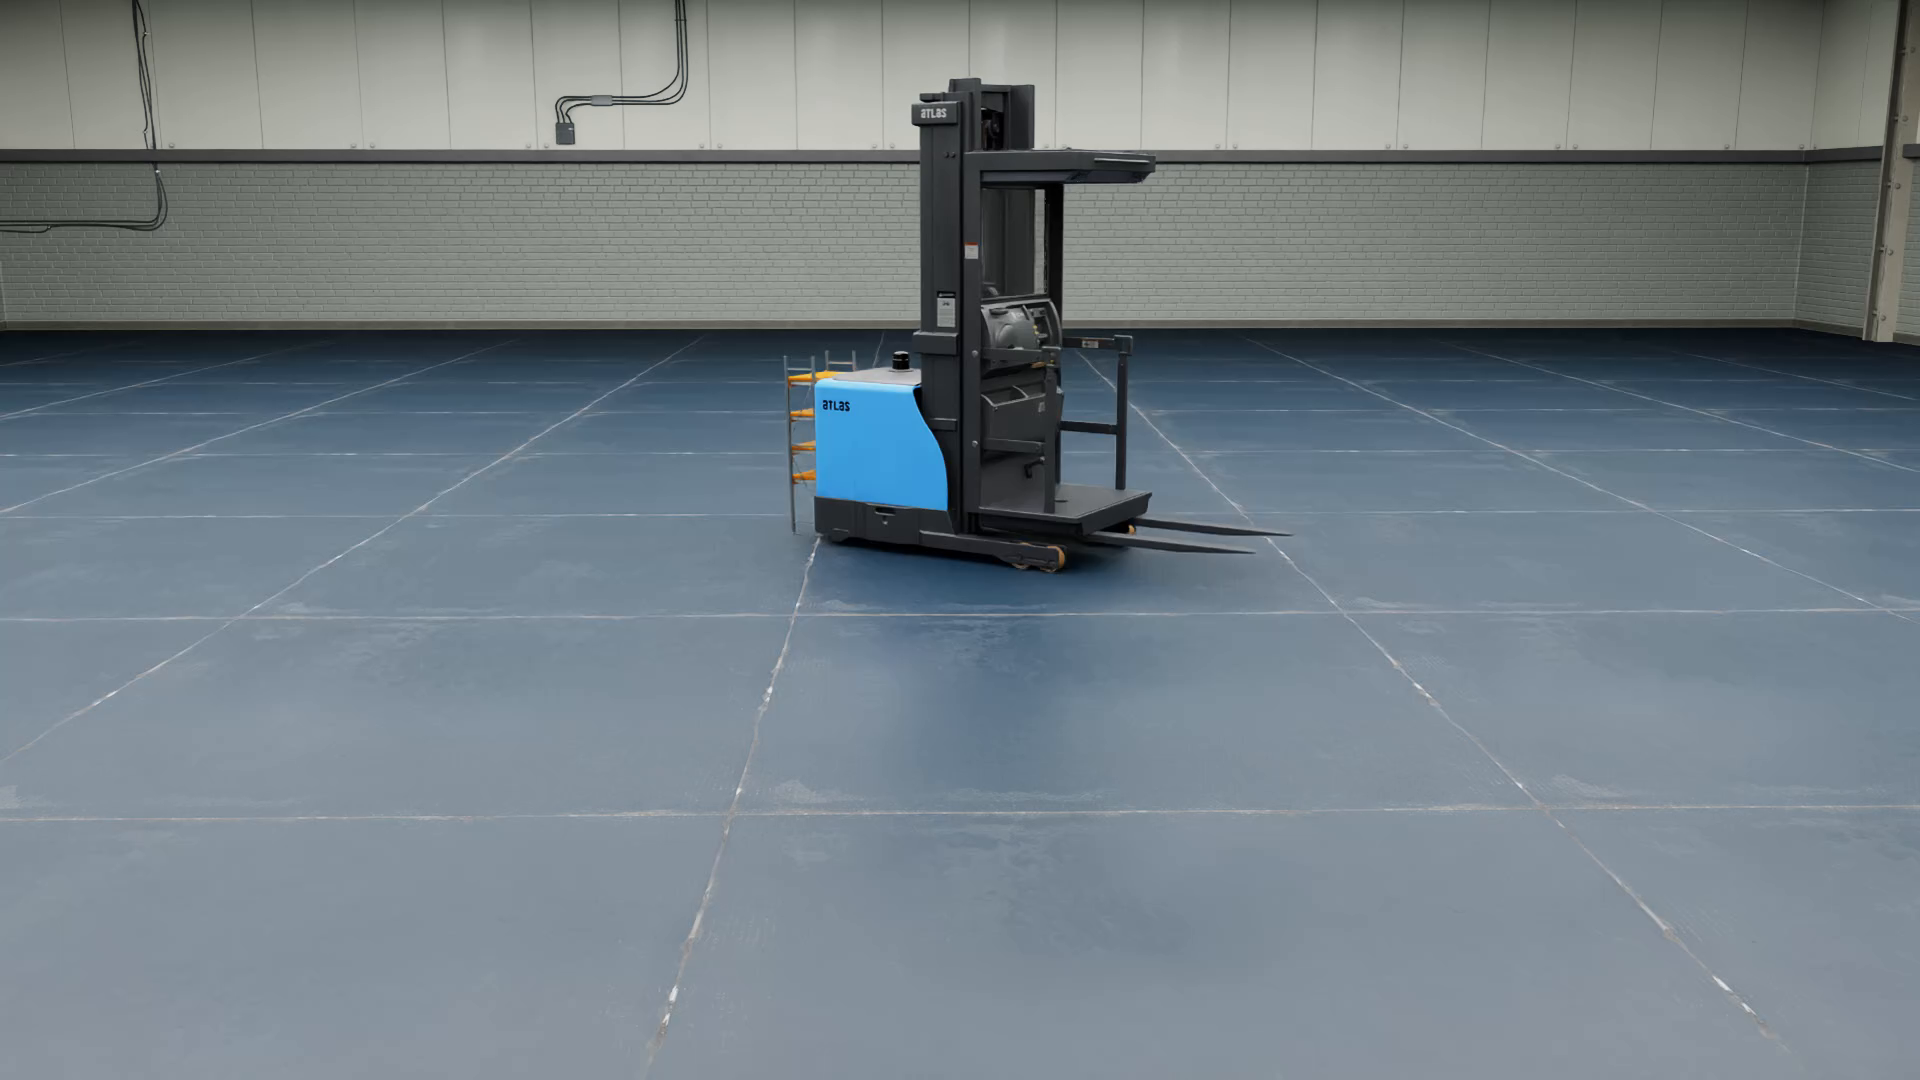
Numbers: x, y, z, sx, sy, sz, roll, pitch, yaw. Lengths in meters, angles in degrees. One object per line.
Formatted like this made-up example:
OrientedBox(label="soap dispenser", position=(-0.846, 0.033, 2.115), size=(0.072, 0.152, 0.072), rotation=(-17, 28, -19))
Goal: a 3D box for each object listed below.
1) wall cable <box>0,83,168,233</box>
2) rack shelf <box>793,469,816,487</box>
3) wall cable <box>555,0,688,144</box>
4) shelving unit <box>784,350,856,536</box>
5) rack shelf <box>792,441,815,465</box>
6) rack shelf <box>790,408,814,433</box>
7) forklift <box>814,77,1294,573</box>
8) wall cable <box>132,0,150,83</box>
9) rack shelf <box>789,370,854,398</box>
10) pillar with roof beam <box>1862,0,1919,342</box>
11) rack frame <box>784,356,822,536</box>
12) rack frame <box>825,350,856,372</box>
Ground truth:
OrientedBox(label="wall cable", position=(-15.323, -6.584, 28.690), size=(3.097, 2.526, 0.112), rotation=(0, 11, -1))
OrientedBox(label="rack shelf", position=(-0.918, -0.405, 11.353), size=(0.258, 0.148, 0.480), rotation=(5, 12, 30))
OrientedBox(label="wall cable", position=(-5.832, -9.808, 28.220), size=(2.305, 6.003, 0.169), rotation=(0, 11, -1))
OrientedBox(label="shelving unit", position=(-0.925, -0.666, 11.305), size=(0.258, 1.200, 0.503), rotation=(5, 12, 30))
OrientedBox(label="rack shelf", position=(-0.924, -0.600, 11.317), size=(0.258, 0.148, 0.480), rotation=(5, 12, 30))
OrientedBox(label="rack shelf", position=(-0.930, -0.820, 11.276), size=(0.258, 0.148, 0.480), rotation=(5, 12, 30))
OrientedBox(label="forklift", position=(0.568, -1.357, 10.375), size=(3.031, 2.935, 1.130), rotation=(7, 13, 30))
OrientedBox(label="wall cable", position=(-12.619, -9.070, 28.243), size=(3.097, 2.526, 0.112), rotation=(0, 11, -1))
OrientedBox(label="rack shelf", position=(-0.936, -1.052, 11.233), size=(0.258, 0.148, 0.480), rotation=(5, 12, 30))
OrientedBox(label="pillar with roof beam", position=(10.605, -7.627, 26.019), size=(9.100, 9.000, 0.400), rotation=(0, 11, -1))
OrientedBox(label="rack frame", position=(-1.047, -0.624, 11.097), size=(0.240, 1.200, 0.015), rotation=(5, 12, 30))
OrientedBox(label="rack frame", position=(-0.804, -0.708, 11.512), size=(0.240, 1.200, 0.015), rotation=(5, 12, 30))
